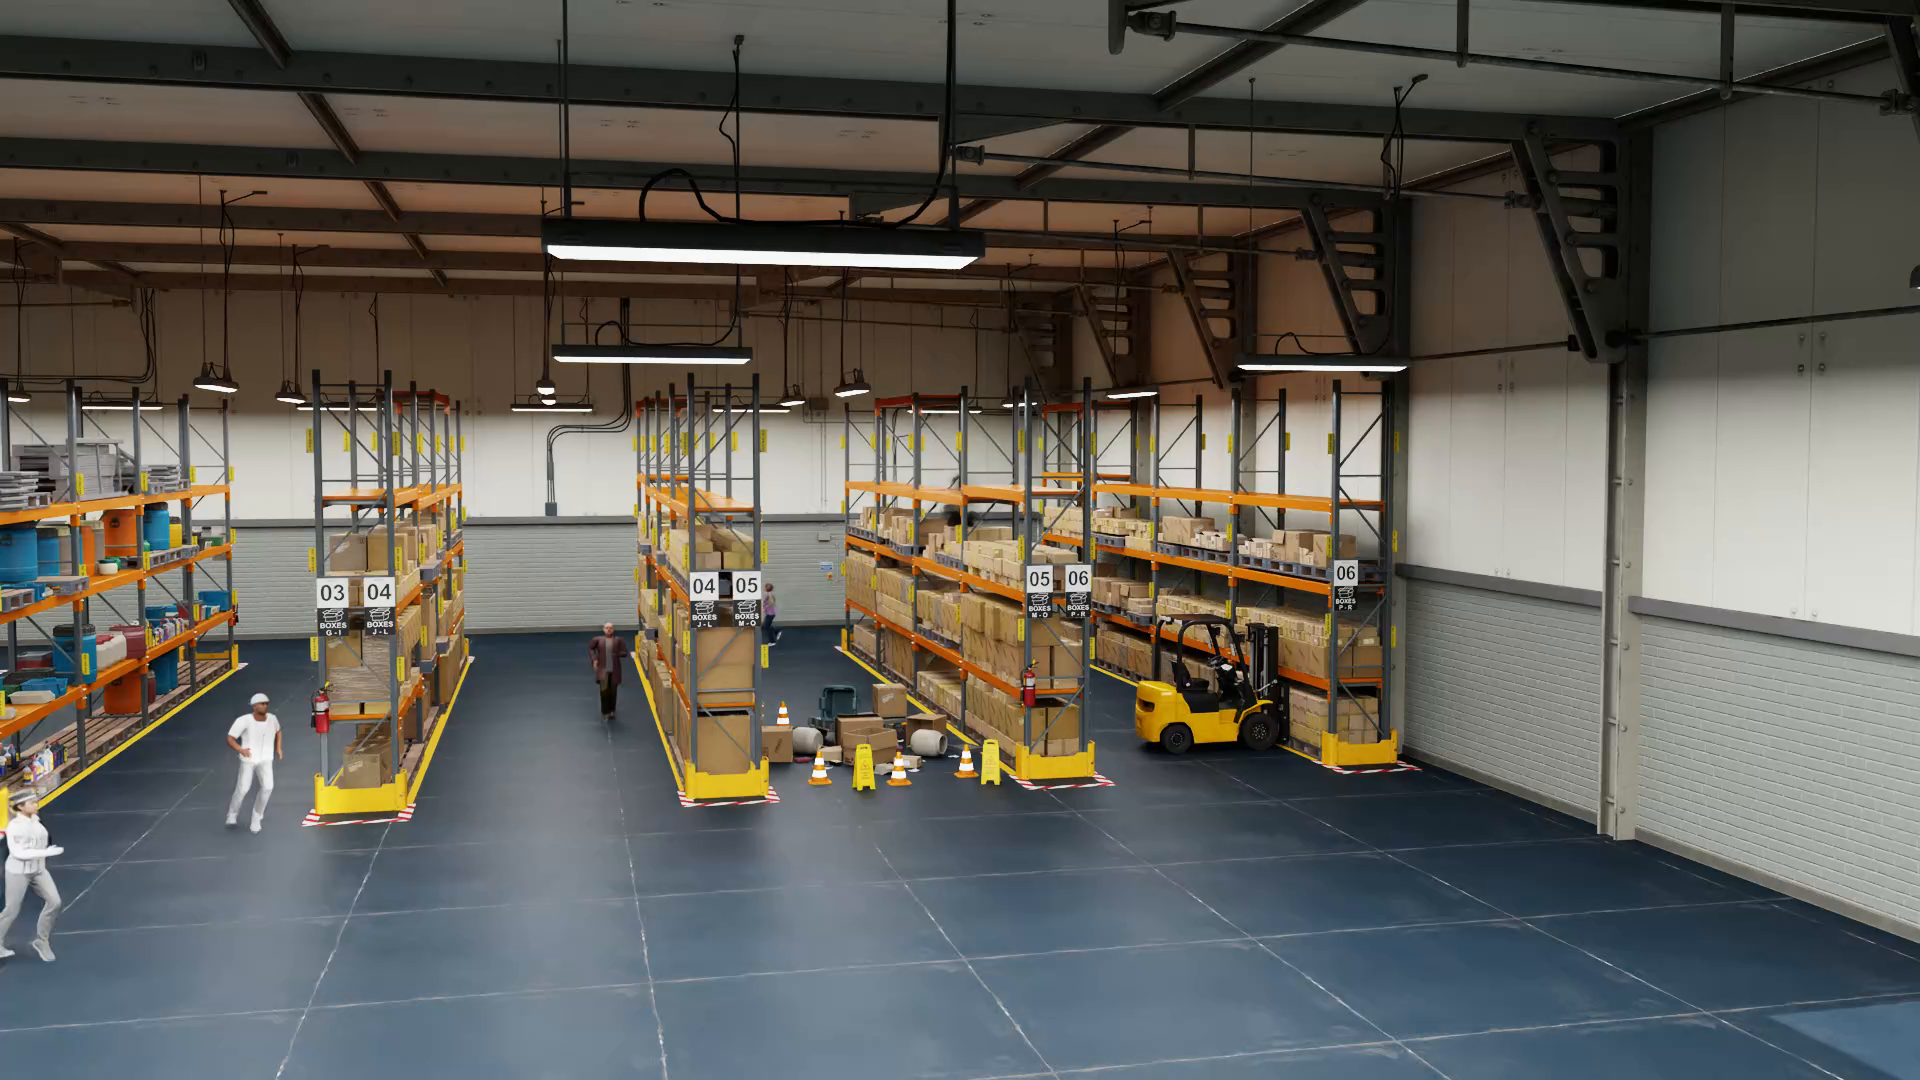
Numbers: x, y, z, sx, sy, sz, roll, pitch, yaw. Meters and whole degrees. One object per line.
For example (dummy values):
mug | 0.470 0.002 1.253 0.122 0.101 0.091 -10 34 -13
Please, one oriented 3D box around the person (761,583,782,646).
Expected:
person | -4.707 1.852 41.232 0.572 1.571 0.528 0 3 -8

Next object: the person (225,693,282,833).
person | -9.173 2.894 21.698 0.762 1.774 0.684 -3 4 -42

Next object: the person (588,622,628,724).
person | -6.335 2.394 29.974 0.685 1.834 0.778 -1 3 -16

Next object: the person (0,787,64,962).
person | -9.000 3.236 16.033 0.806 1.735 0.573 0 3 7
